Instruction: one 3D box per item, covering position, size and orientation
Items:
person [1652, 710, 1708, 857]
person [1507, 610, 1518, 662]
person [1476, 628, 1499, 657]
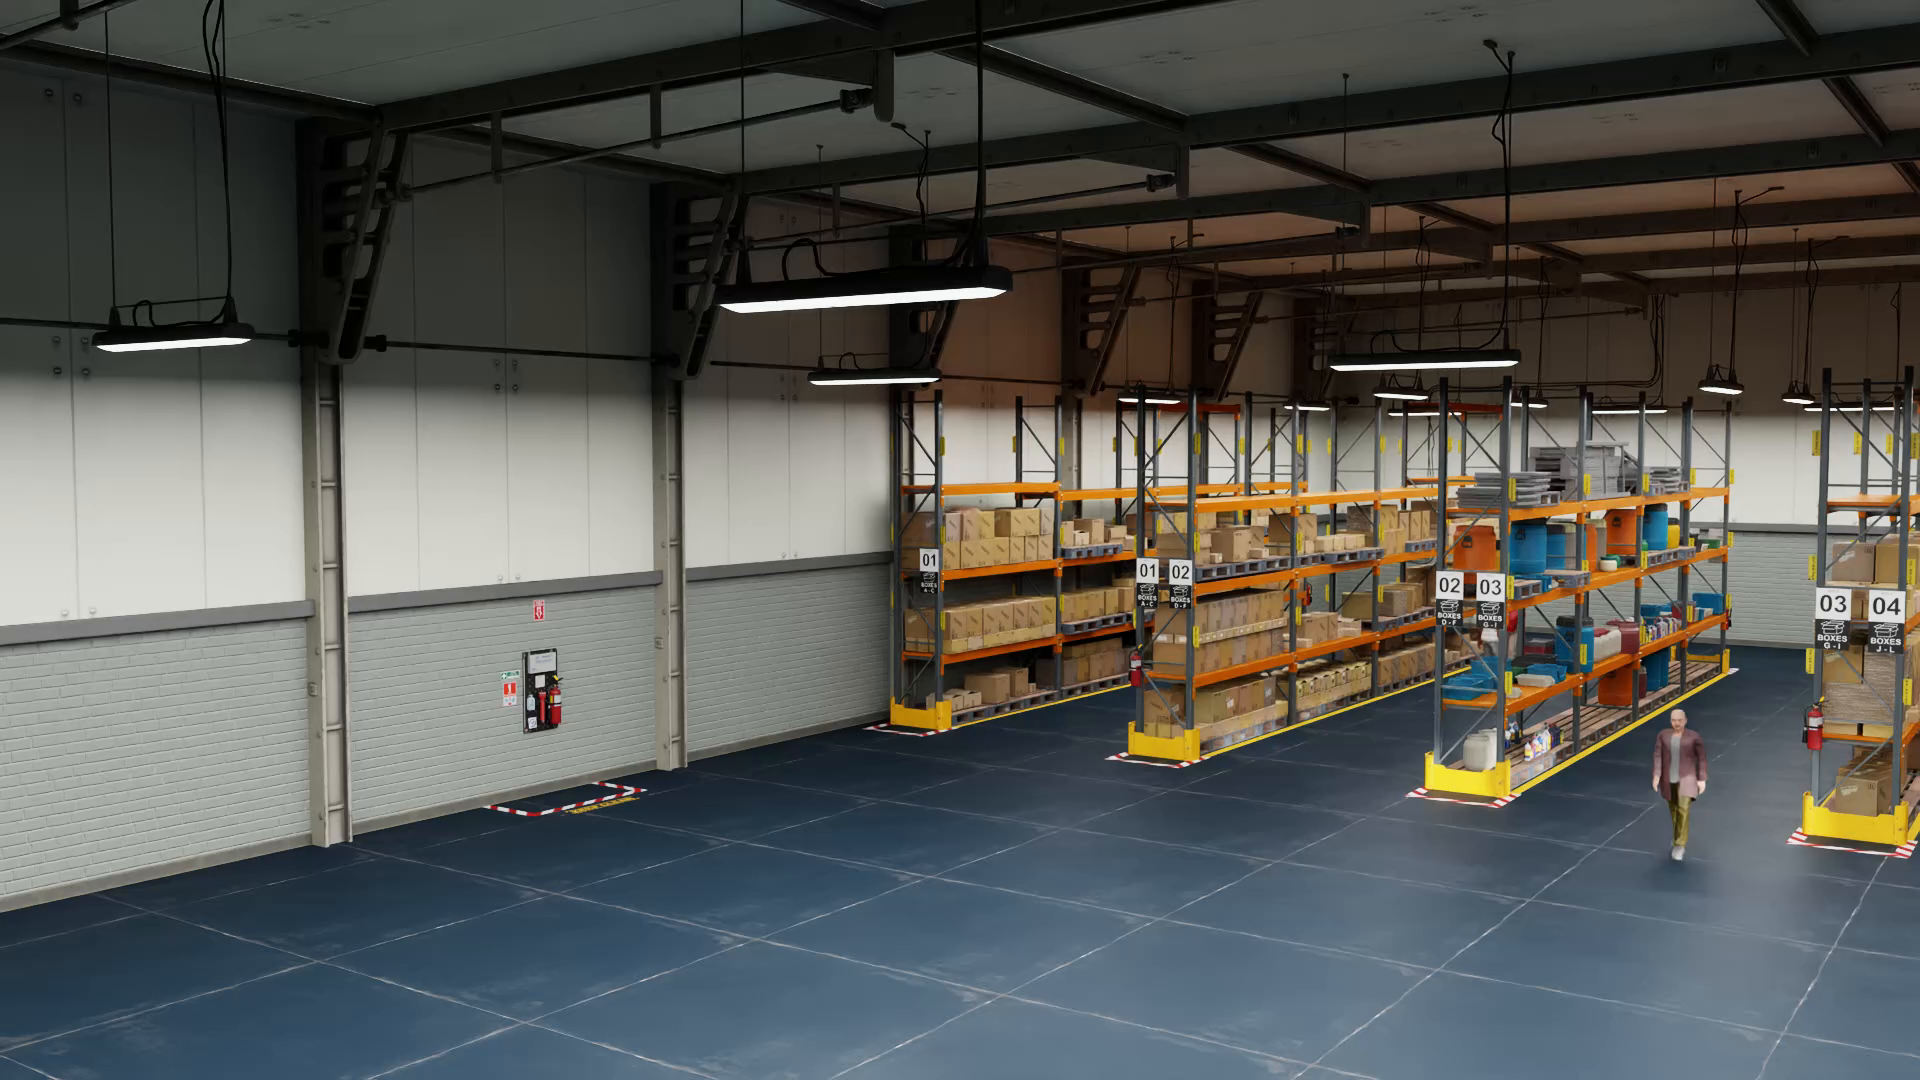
[{"bbox_3d":[8.793,2.958,20.438,1.042,1.736,0.593,-3,4,-40],"label":"person"},{"bbox_3d":[11.978,2.110,36.391,0.608,1.668,1.083,2,4,31],"label":"person"},{"bbox_3d":[11.217,2.144,35.191,0.494,1.779,0.620,-2,4,-34],"label":"person"}]
